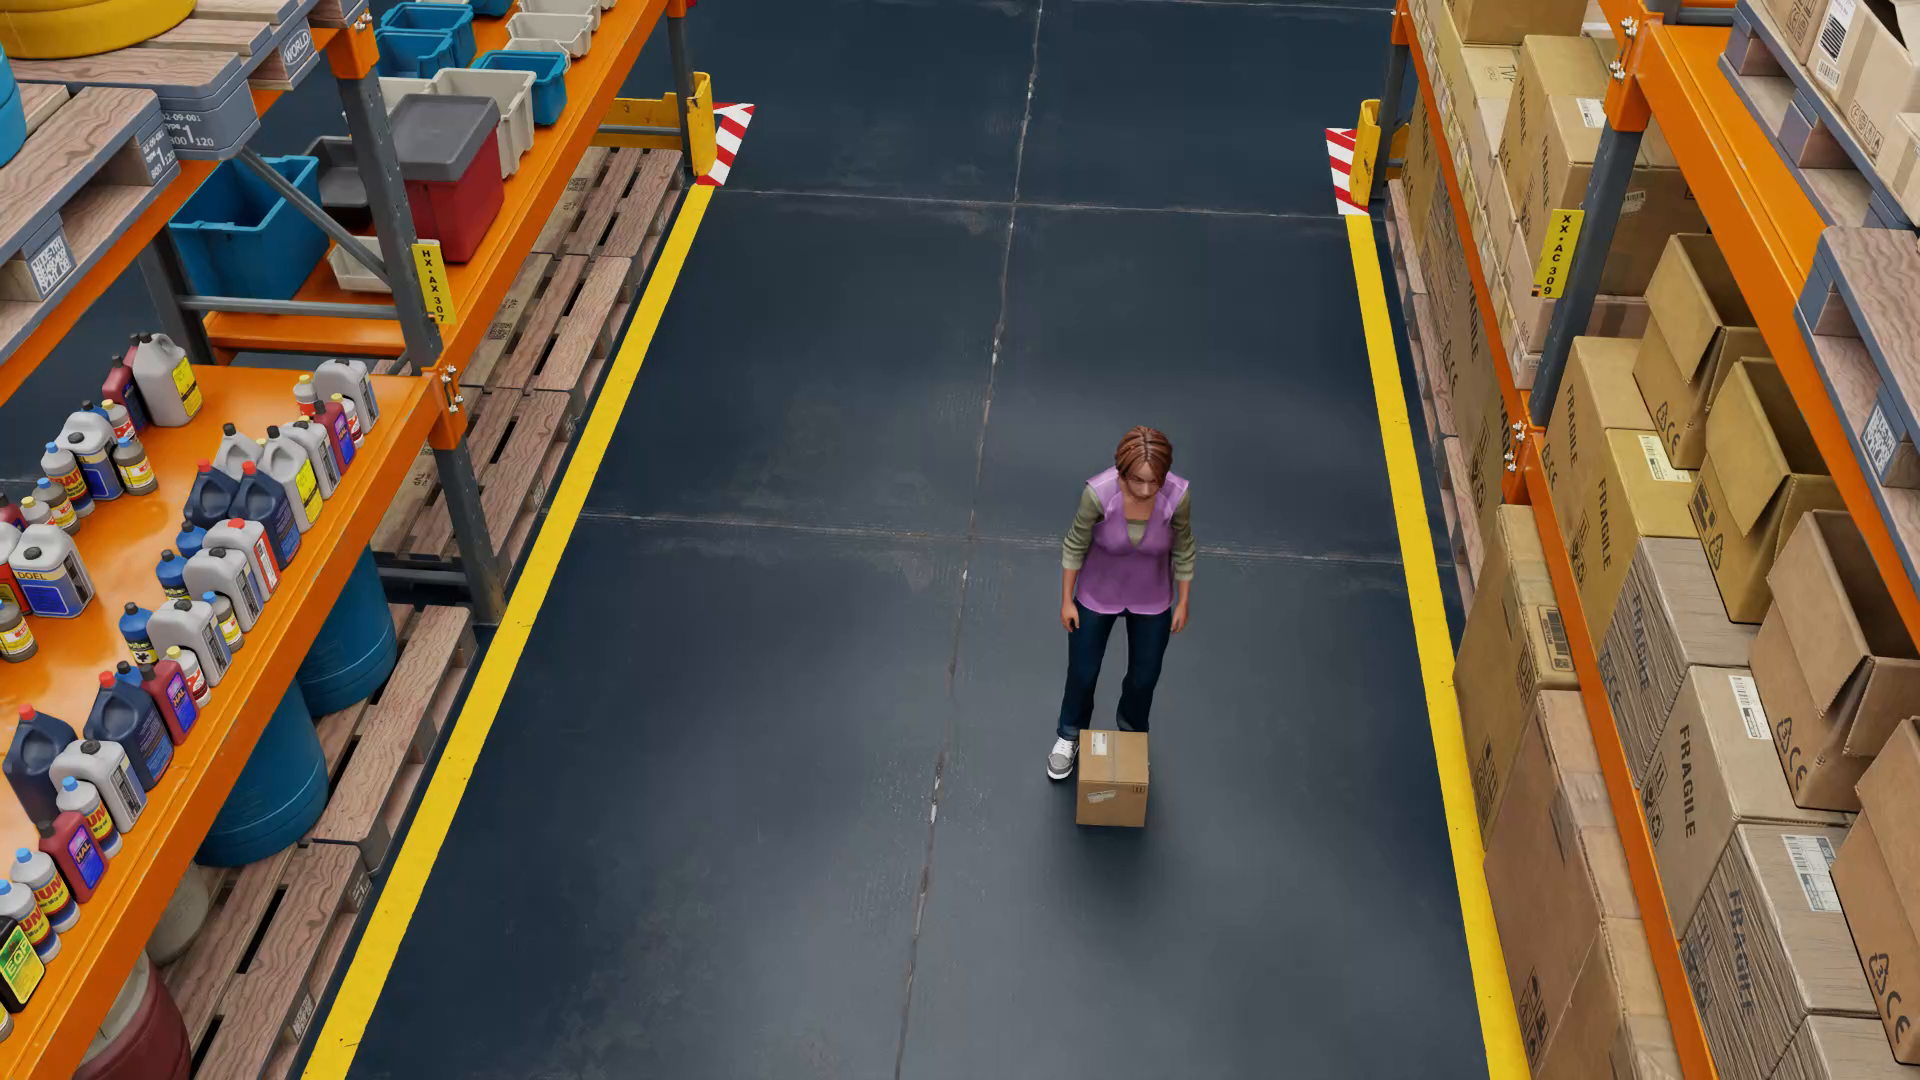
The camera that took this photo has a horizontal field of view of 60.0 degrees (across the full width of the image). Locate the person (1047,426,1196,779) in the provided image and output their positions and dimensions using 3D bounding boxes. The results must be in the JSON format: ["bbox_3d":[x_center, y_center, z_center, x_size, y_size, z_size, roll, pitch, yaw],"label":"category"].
[{"bbox_3d":[0.578,0.221,5.907,0.485,1.593,0.342,1,41,1],"label":"person"}]
